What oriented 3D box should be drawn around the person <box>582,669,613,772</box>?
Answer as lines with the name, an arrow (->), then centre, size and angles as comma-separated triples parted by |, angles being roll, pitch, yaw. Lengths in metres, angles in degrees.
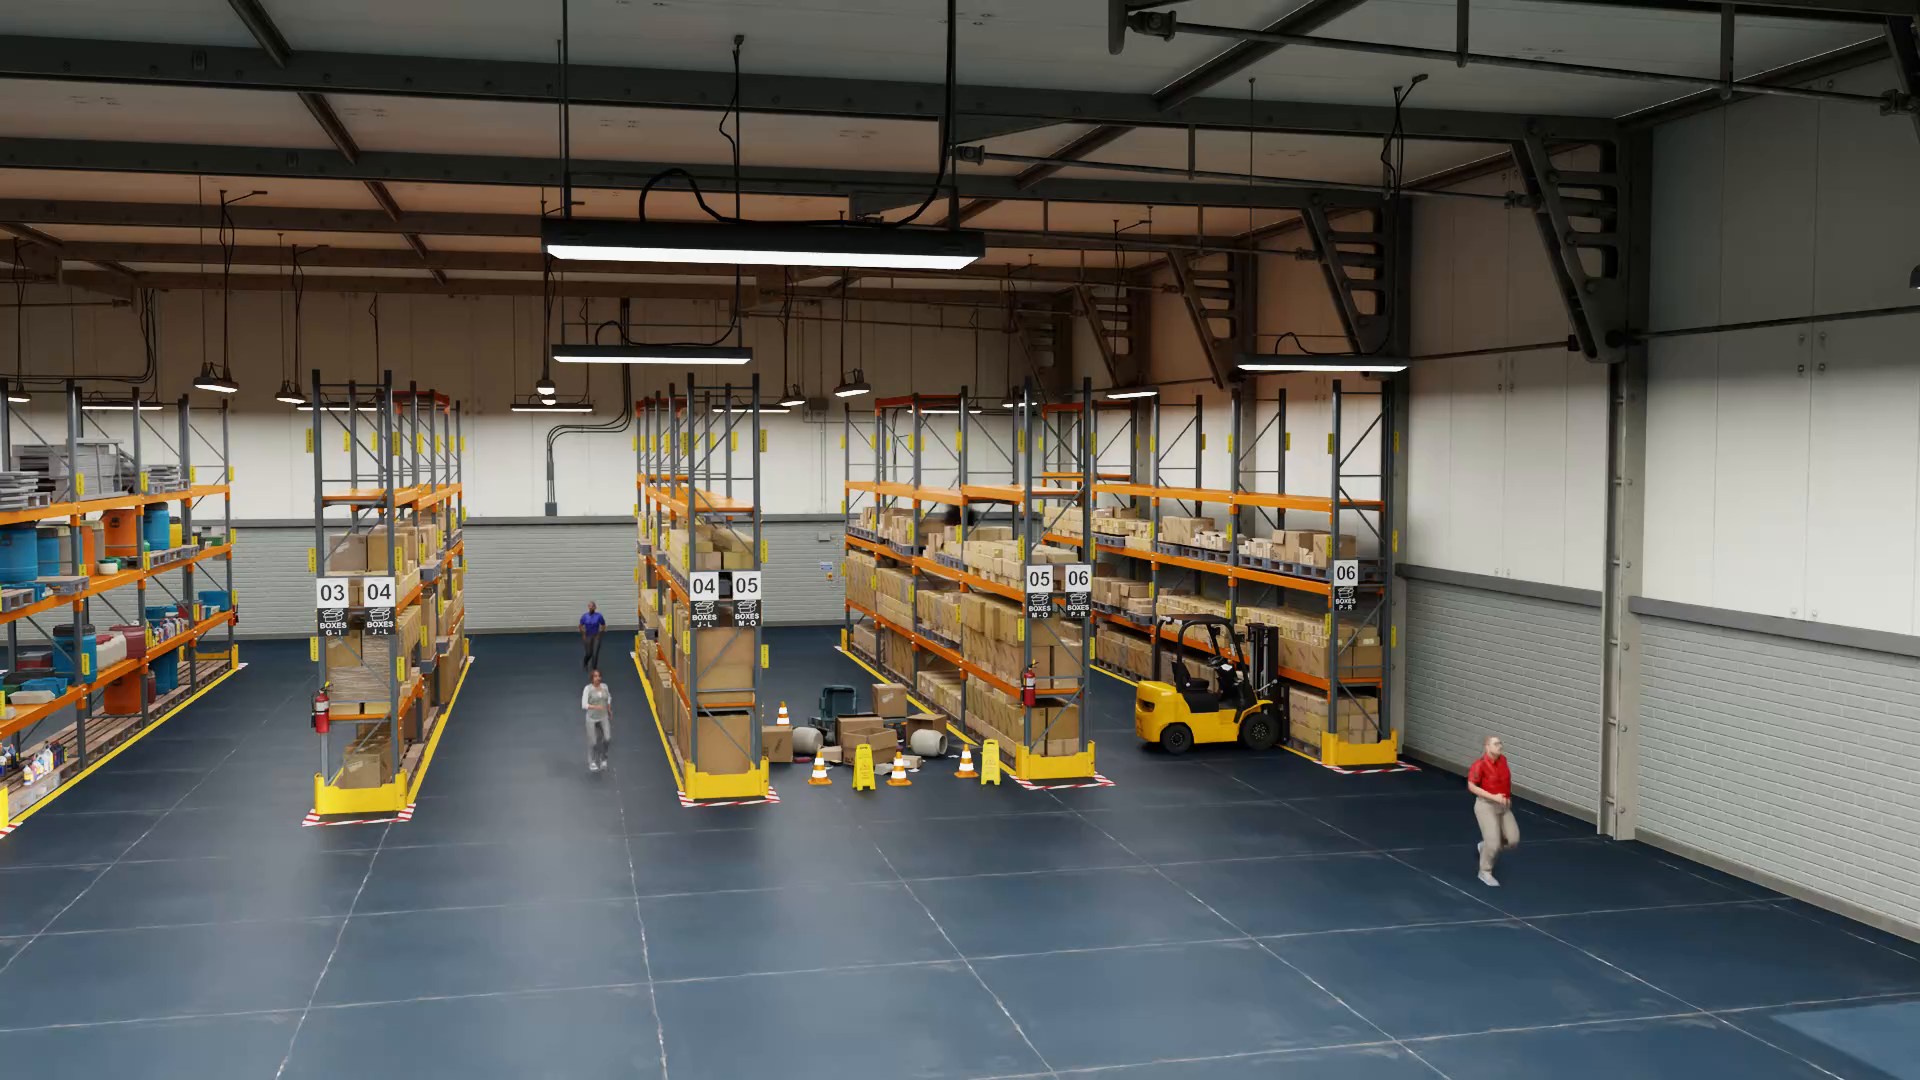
person -> -5.483, 2.749, 25.218 | 0.510, 1.564, 0.644 | -2, 4, -27

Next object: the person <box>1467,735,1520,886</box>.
person -> 6.084, 3.069, 18.916 | 0.705, 1.692, 0.585 | -2, 4, -31

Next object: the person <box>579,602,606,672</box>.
person -> -7.906, 2.136, 35.825 | 0.571, 1.627, 0.595 | -1, 3, -15
